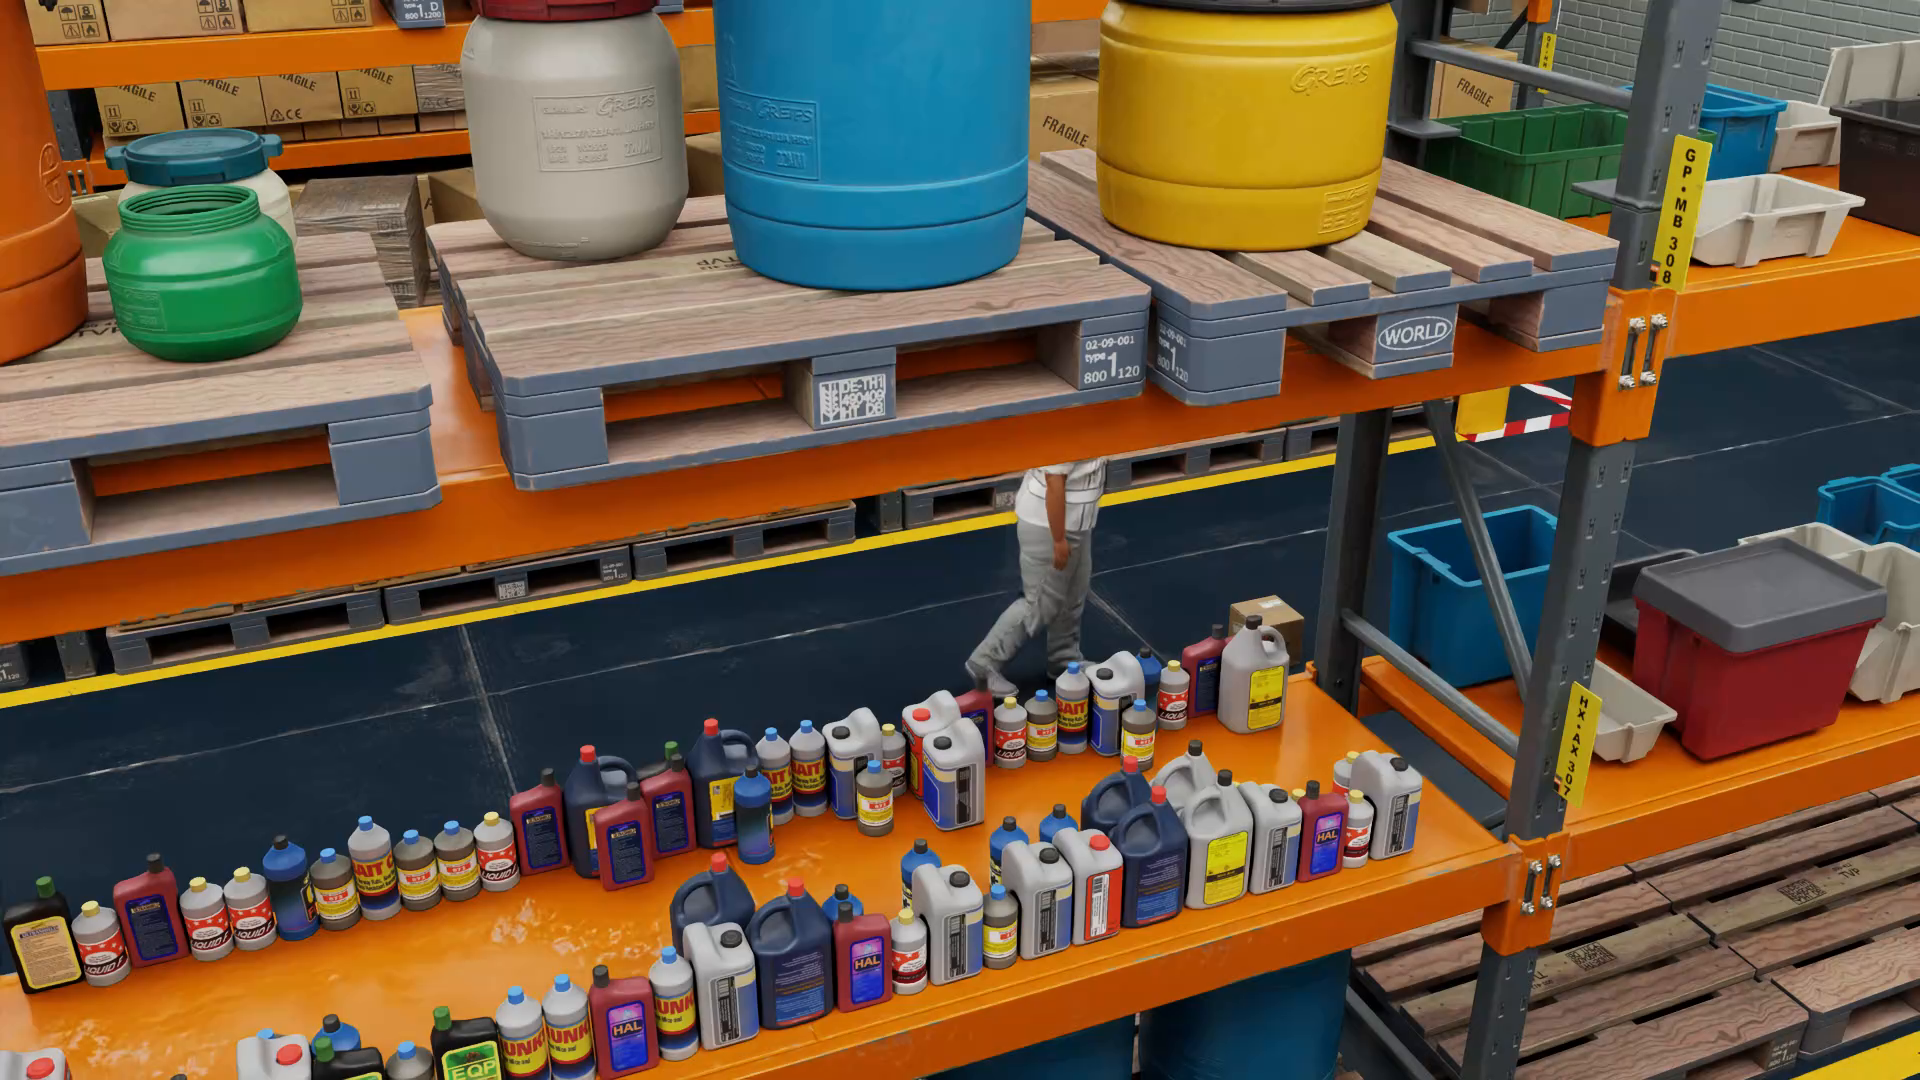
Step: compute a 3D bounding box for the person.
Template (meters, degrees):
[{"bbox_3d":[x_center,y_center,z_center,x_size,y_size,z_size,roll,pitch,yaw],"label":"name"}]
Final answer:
[{"bbox_3d":[0.359,-0.083,7.272,0.660,1.658,0.511,3,26,6],"label":"person"}]
